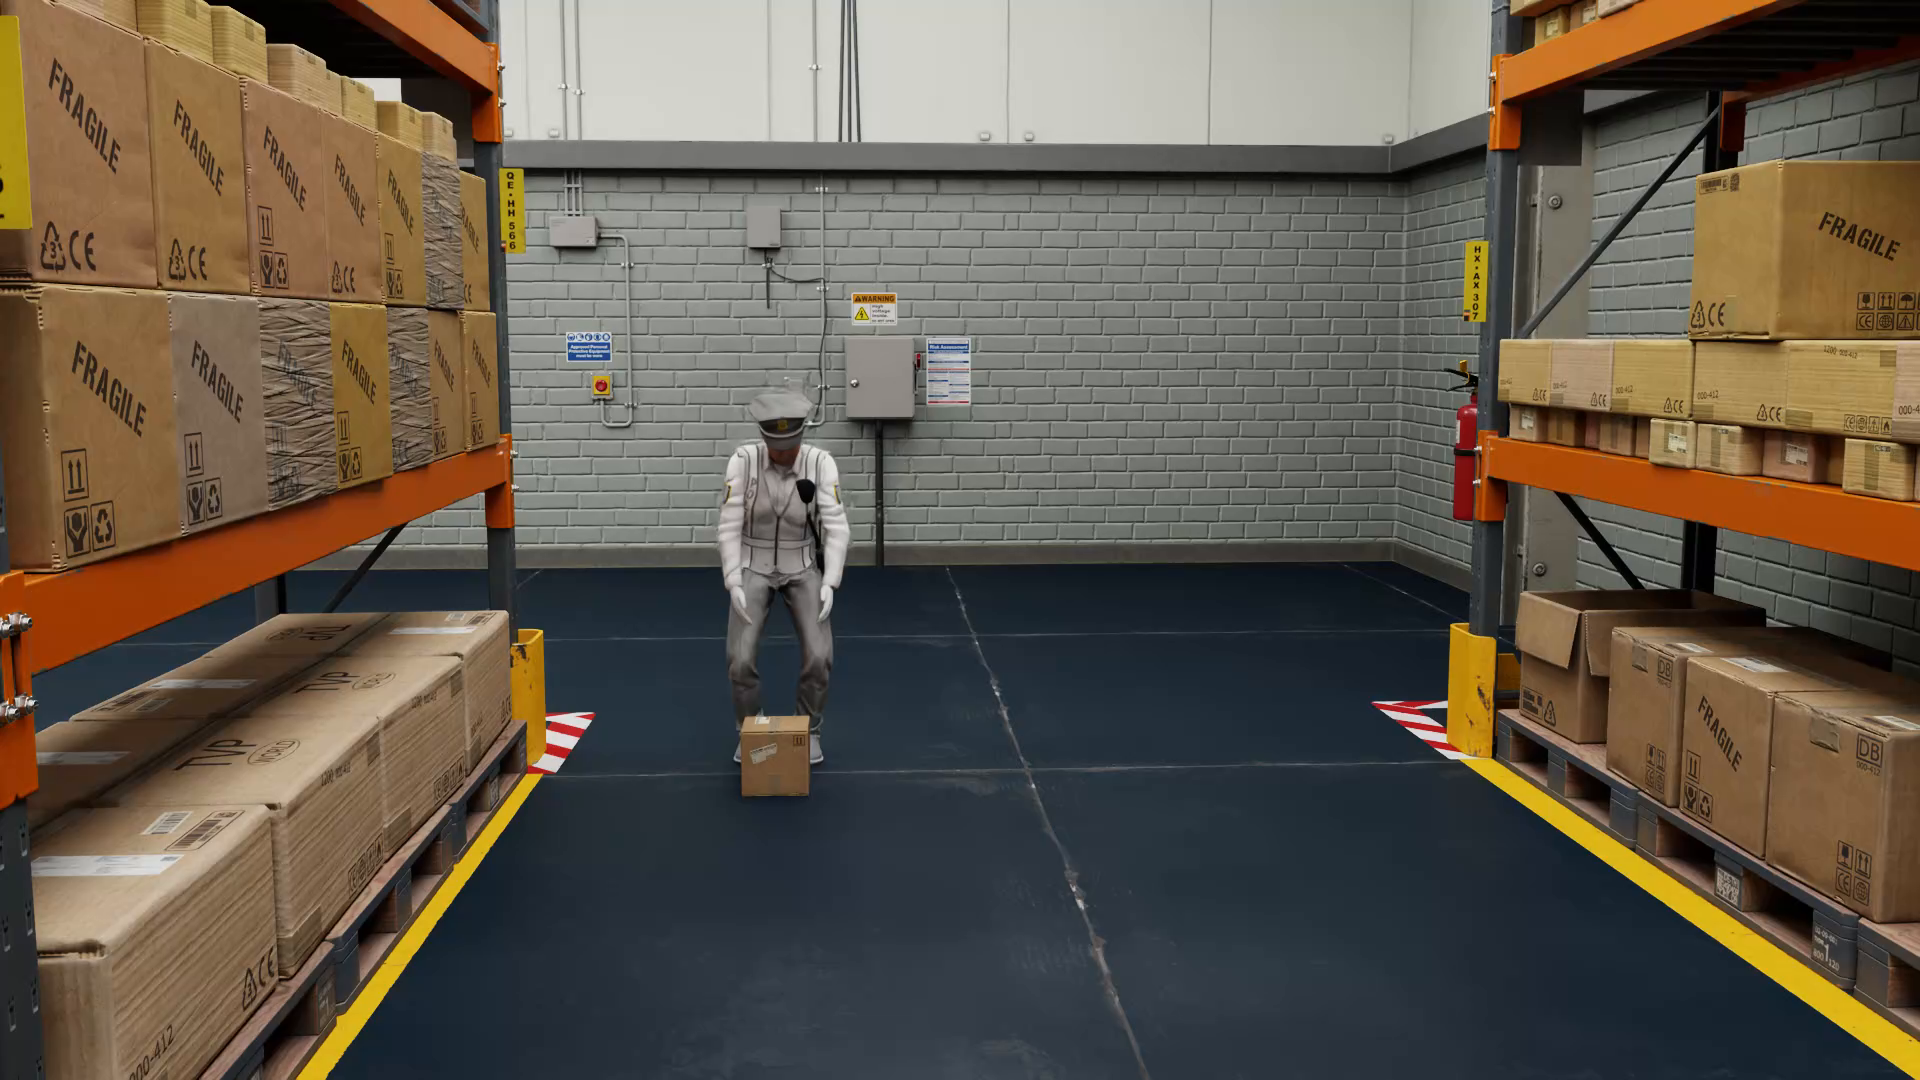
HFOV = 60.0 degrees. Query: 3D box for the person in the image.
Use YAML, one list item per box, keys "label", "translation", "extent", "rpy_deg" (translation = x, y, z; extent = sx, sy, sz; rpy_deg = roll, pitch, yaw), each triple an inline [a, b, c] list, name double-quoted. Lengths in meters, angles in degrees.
- label: "person"
  translation: [-0.704, 0.157, 6.685]
  extent: [0.529, 1.501, 0.612]
  rpy_deg: [0, 7, -3]
